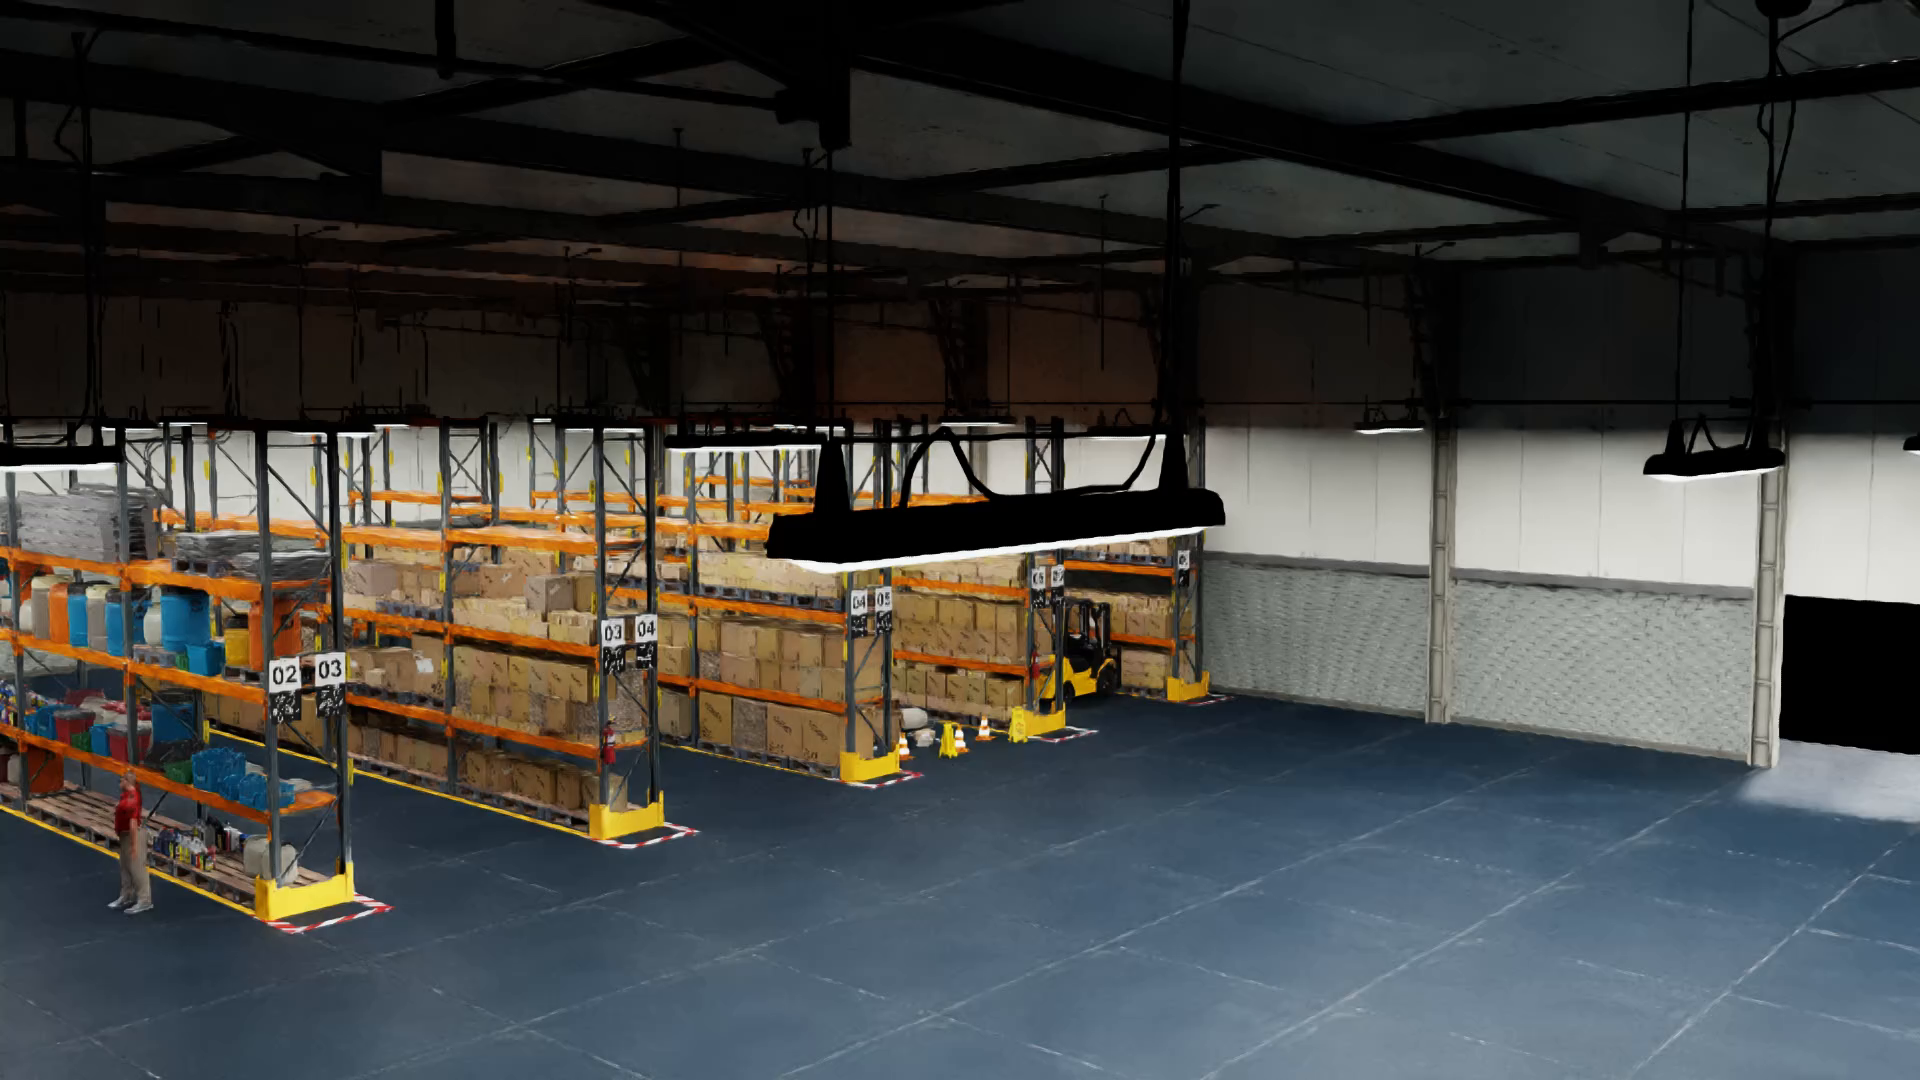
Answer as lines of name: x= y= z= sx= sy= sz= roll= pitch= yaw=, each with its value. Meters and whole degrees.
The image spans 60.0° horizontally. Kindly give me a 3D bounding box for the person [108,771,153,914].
person: x=-10.351 y=3.743 z=20.688 sx=0.498 sy=1.723 sz=0.588 roll=-2 pitch=5 yaw=-26
